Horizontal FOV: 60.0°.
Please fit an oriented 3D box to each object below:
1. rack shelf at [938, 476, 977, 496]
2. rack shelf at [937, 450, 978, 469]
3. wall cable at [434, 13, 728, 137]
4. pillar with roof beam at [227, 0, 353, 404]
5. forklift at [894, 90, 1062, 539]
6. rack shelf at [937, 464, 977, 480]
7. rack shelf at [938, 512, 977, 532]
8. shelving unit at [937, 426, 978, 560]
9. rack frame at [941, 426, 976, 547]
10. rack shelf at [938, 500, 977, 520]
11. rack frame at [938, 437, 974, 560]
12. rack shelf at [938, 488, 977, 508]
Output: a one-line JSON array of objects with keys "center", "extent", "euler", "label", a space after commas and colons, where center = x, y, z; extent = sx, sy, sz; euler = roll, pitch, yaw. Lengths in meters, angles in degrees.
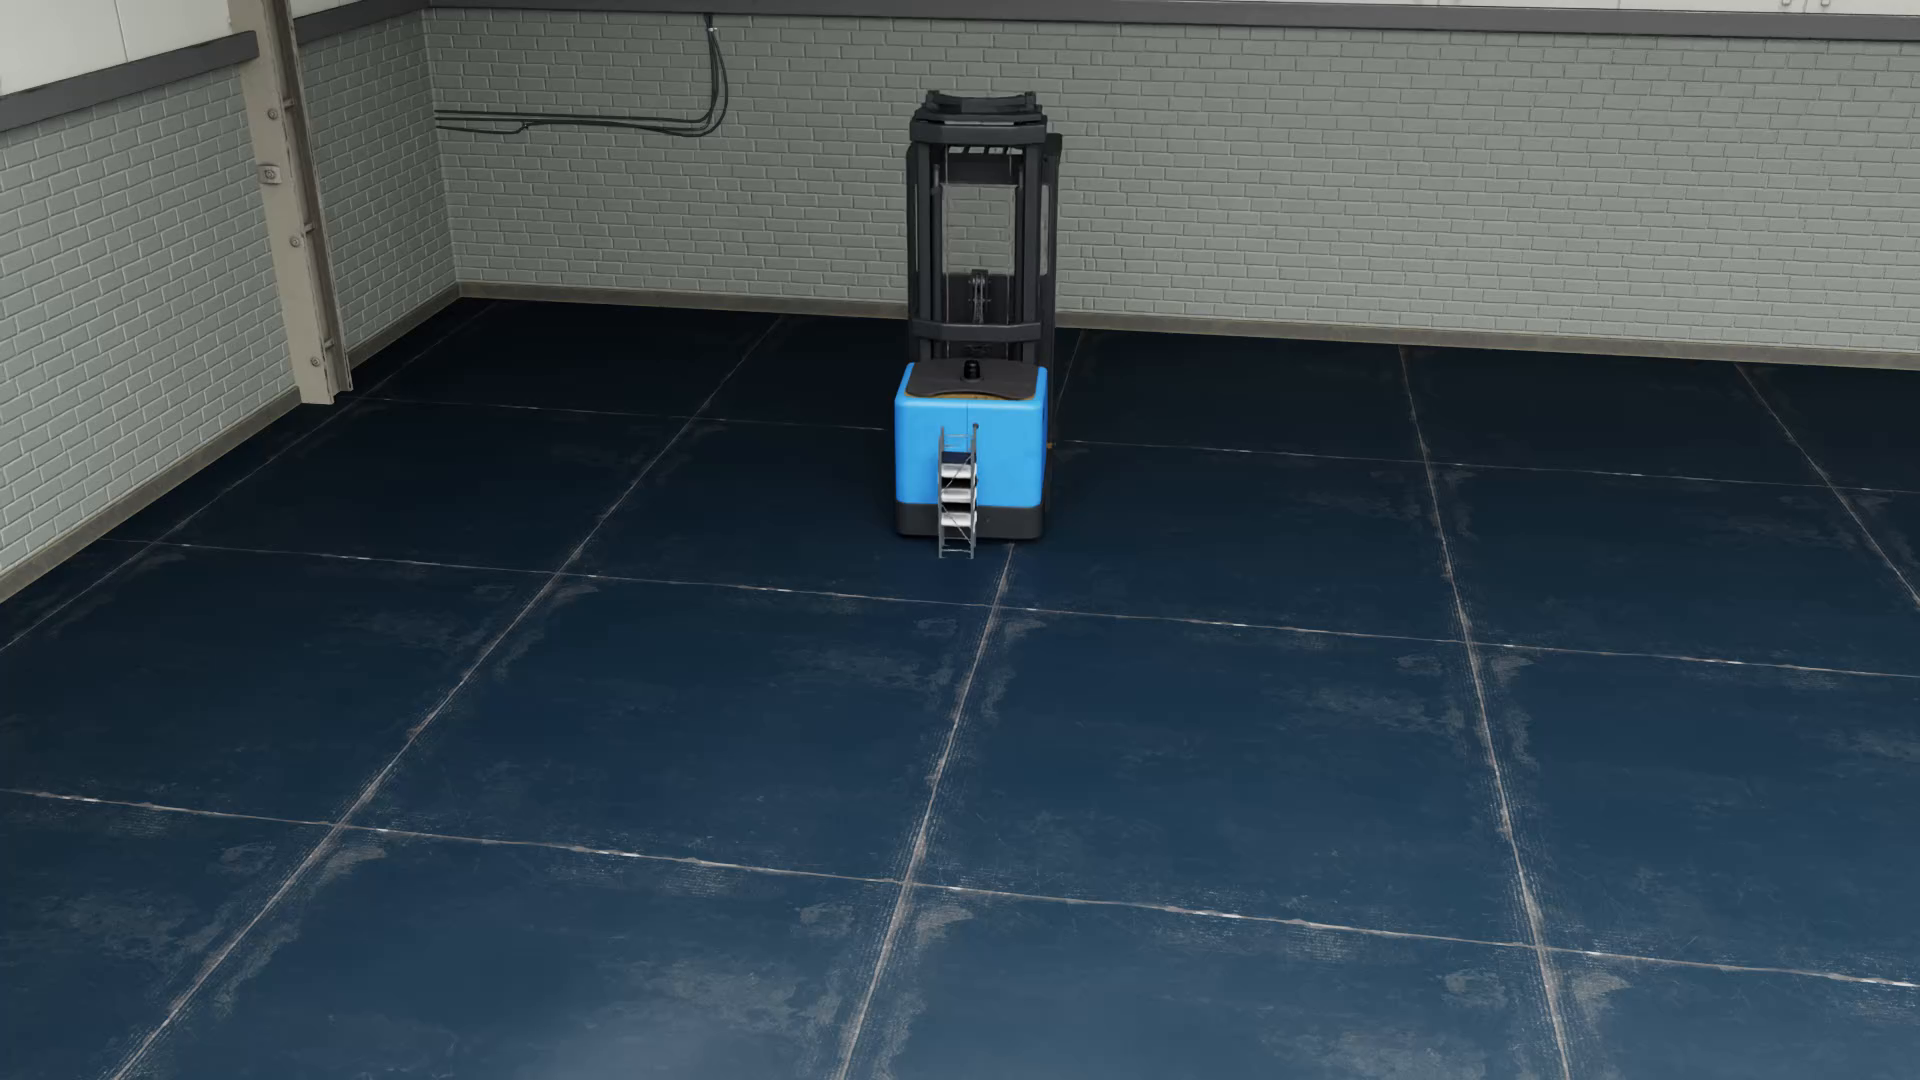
[{"center": [-0.017, -0.370, 11.390], "extent": [0.258, 0.077, 0.200], "euler": [2, 25, 5], "label": "rack shelf"}, {"center": [-0.017, -0.533, 11.314], "extent": [0.258, 0.077, 0.200], "euler": [2, 25, 5], "label": "rack shelf"}, {"center": [-3.734, -5.067, 15.668], "extent": [3.097, 2.526, 0.112], "euler": [4, 25, 9], "label": "wall cable"}, {"center": [-1.273, -5.035, 11.936], "extent": [9.100, 9.000, 0.400], "euler": [4, 25, 9], "label": "pillar with roof beam"}, {"center": [0.181, -1.922, 12.443], "extent": [1.130, 2.935, 3.031], "euler": [2, 25, 5], "label": "forklift"}, {"center": [-0.017, -0.452, 11.352], "extent": [0.258, 0.077, 0.200], "euler": [2, 25, 5], "label": "rack shelf"}, {"center": [-0.017, -0.126, 11.504], "extent": [0.258, 0.077, 0.200], "euler": [2, 25, 5], "label": "rack shelf"}, {"center": [-0.017, -0.319, 11.414], "extent": [0.258, 0.900, 0.210], "euler": [2, 25, 5], "label": "shelving unit"}, {"center": [-0.008, -0.362, 11.506], "extent": [0.240, 0.900, 0.006], "euler": [2, 25, 5], "label": "rack frame"}, {"center": [-0.017, -0.207, 11.466], "extent": [0.258, 0.077, 0.200], "euler": [2, 25, 5], "label": "rack shelf"}, {"center": [-0.026, -0.276, 11.322], "extent": [0.240, 0.900, 0.006], "euler": [2, 25, 5], "label": "rack frame"}, {"center": [-0.017, -0.289, 11.428], "extent": [0.258, 0.077, 0.200], "euler": [2, 25, 5], "label": "rack shelf"}]
